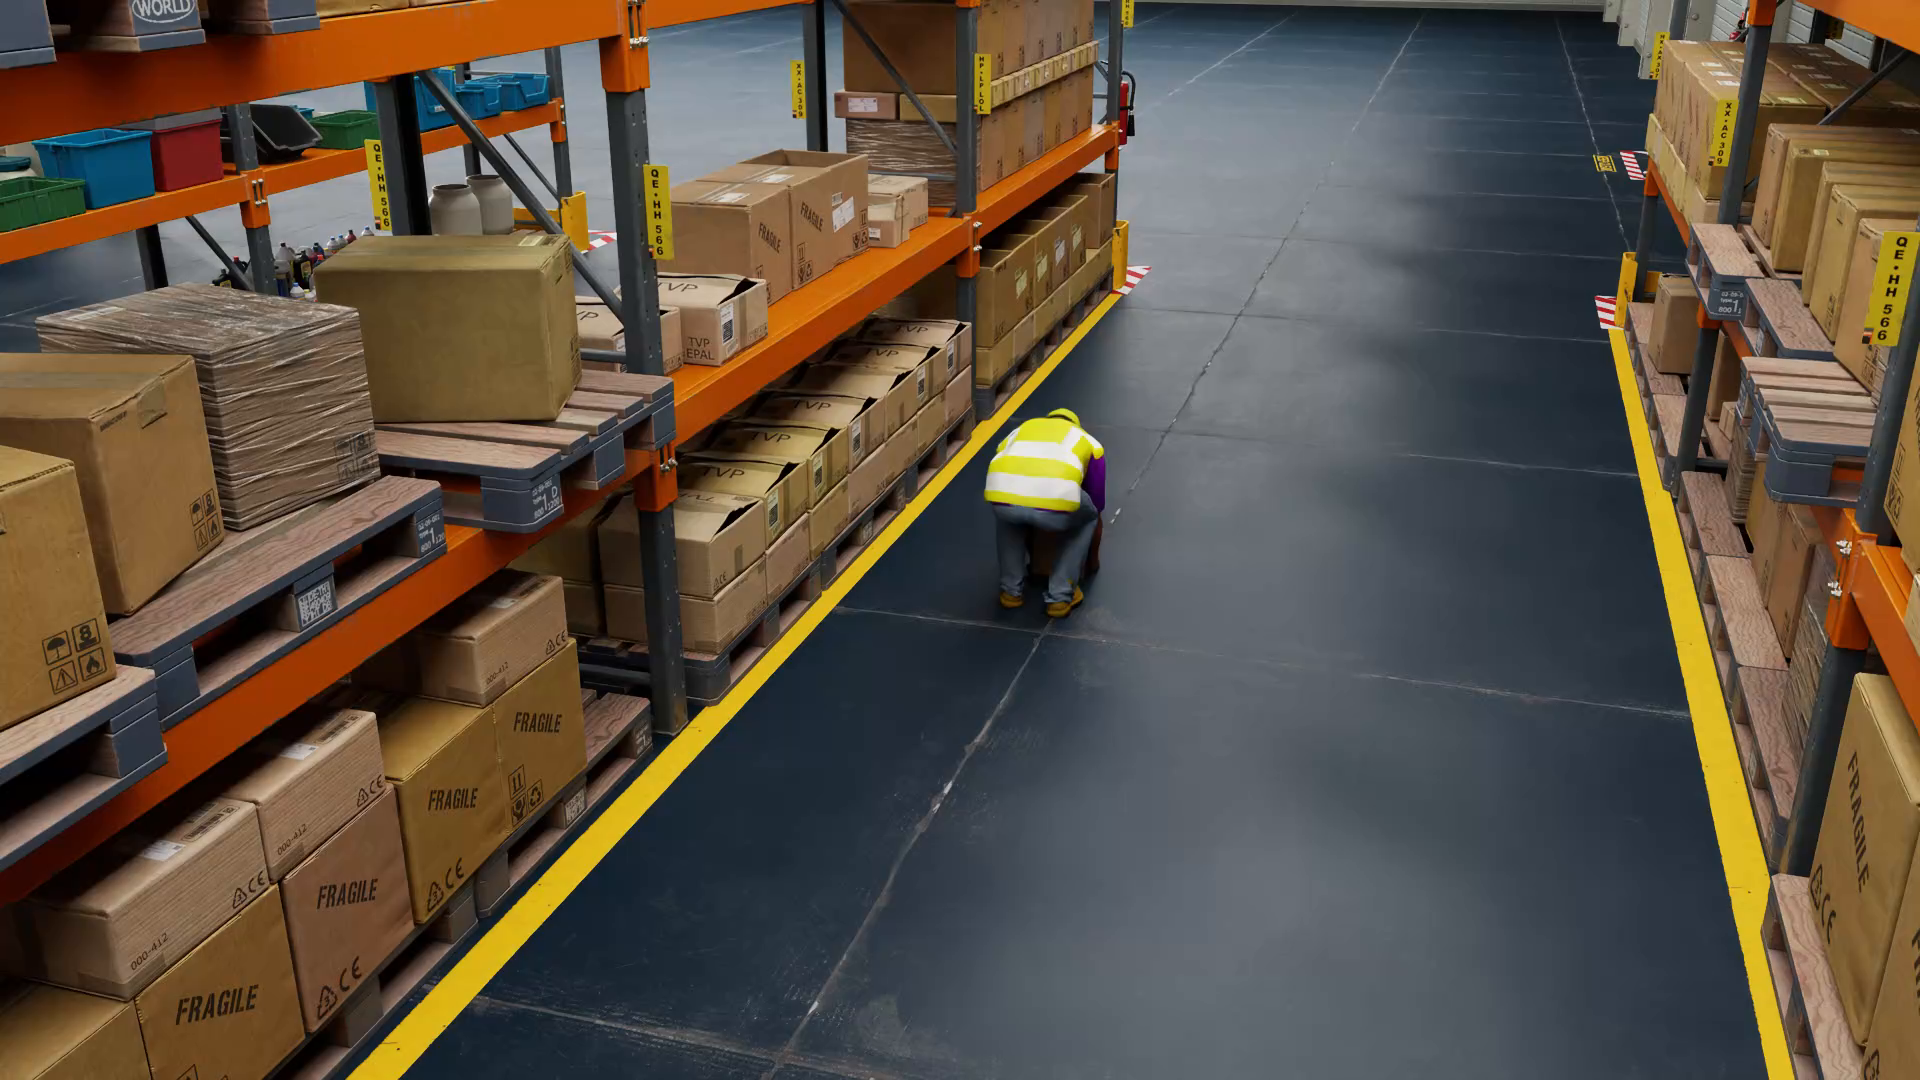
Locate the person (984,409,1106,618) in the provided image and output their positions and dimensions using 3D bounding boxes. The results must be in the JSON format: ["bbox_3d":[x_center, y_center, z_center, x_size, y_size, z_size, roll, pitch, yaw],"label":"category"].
[{"bbox_3d":[0.389,-0.142,7.701,0.515,0.845,0.980,6,23,14],"label":"person"}]
